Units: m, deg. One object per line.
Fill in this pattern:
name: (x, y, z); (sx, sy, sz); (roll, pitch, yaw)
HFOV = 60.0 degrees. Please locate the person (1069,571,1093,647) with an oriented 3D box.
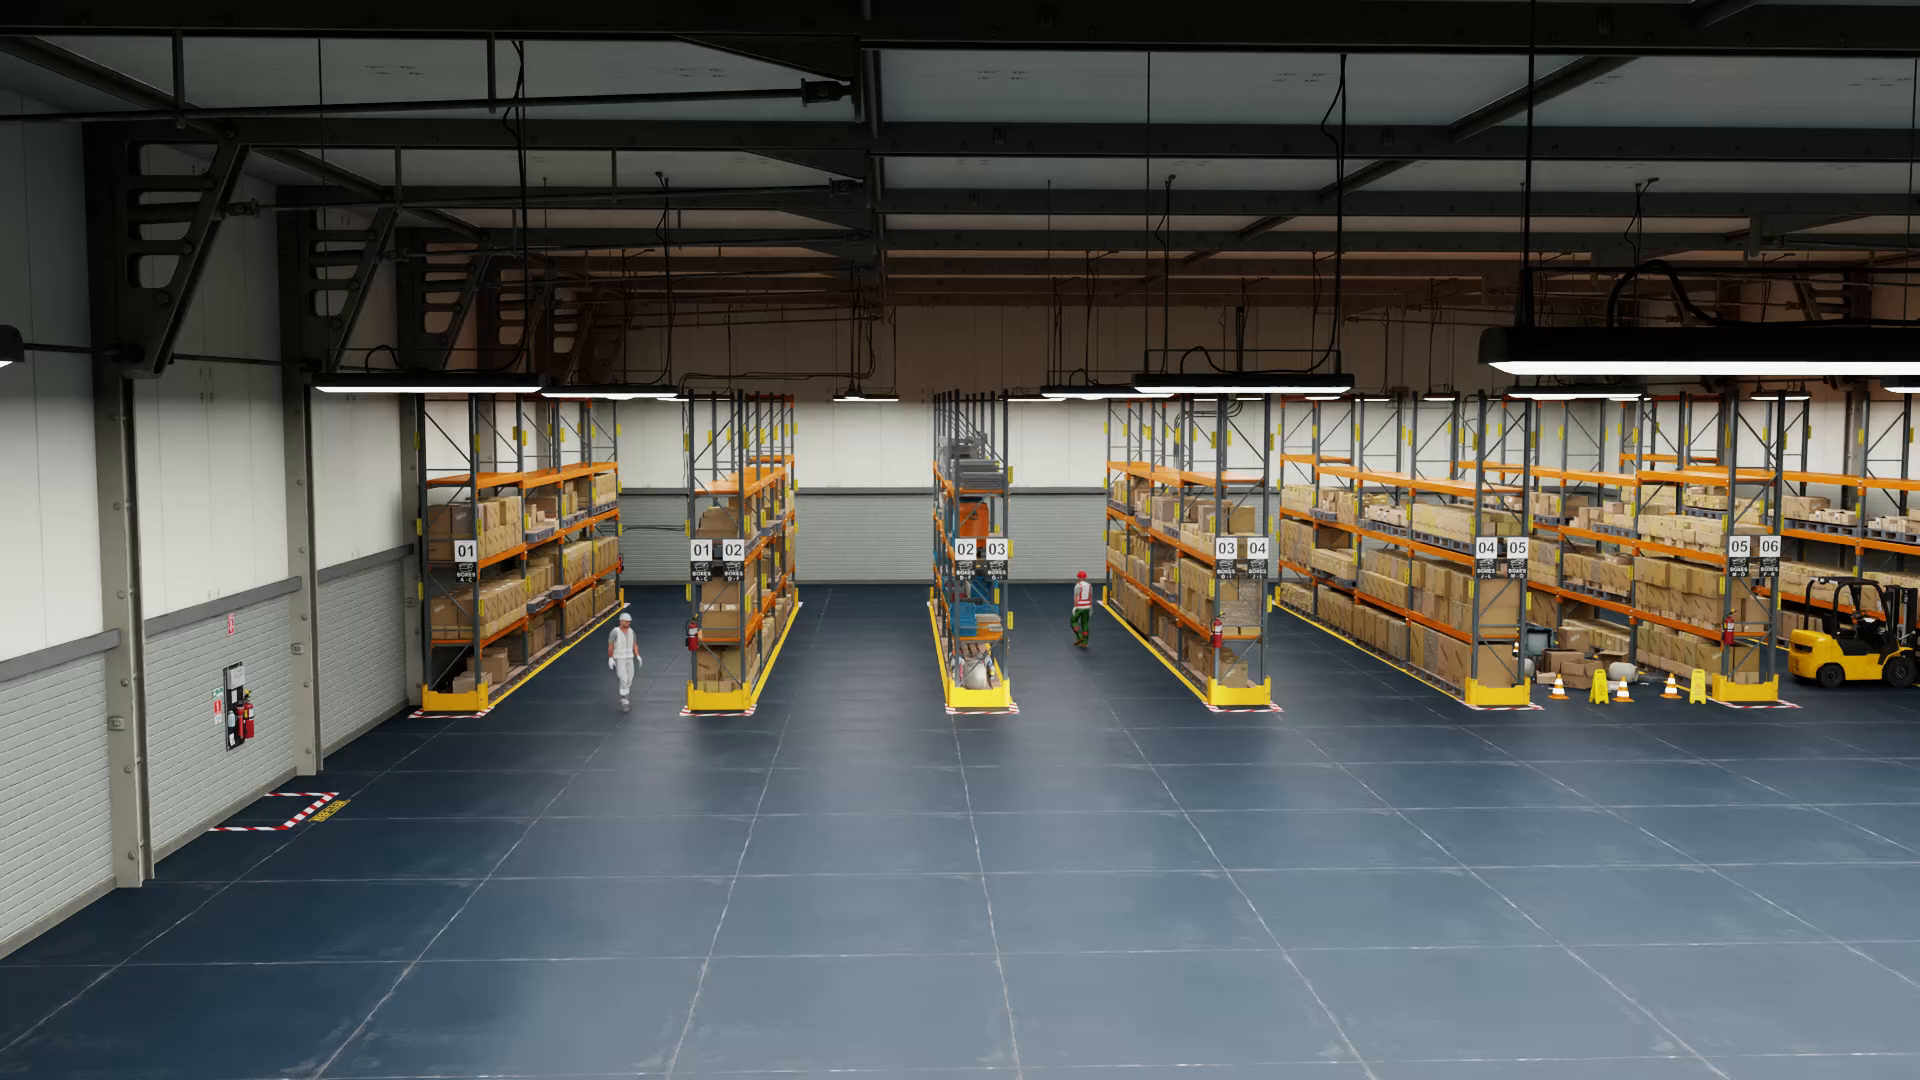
person: (2.897, 1.623, 39.319); (0.602, 1.791, 0.467); (-3, 6, -33)

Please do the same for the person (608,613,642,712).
person: (-6.274, 2.300, 31.290); (0.584, 1.837, 0.565); (5, 7, 45)
